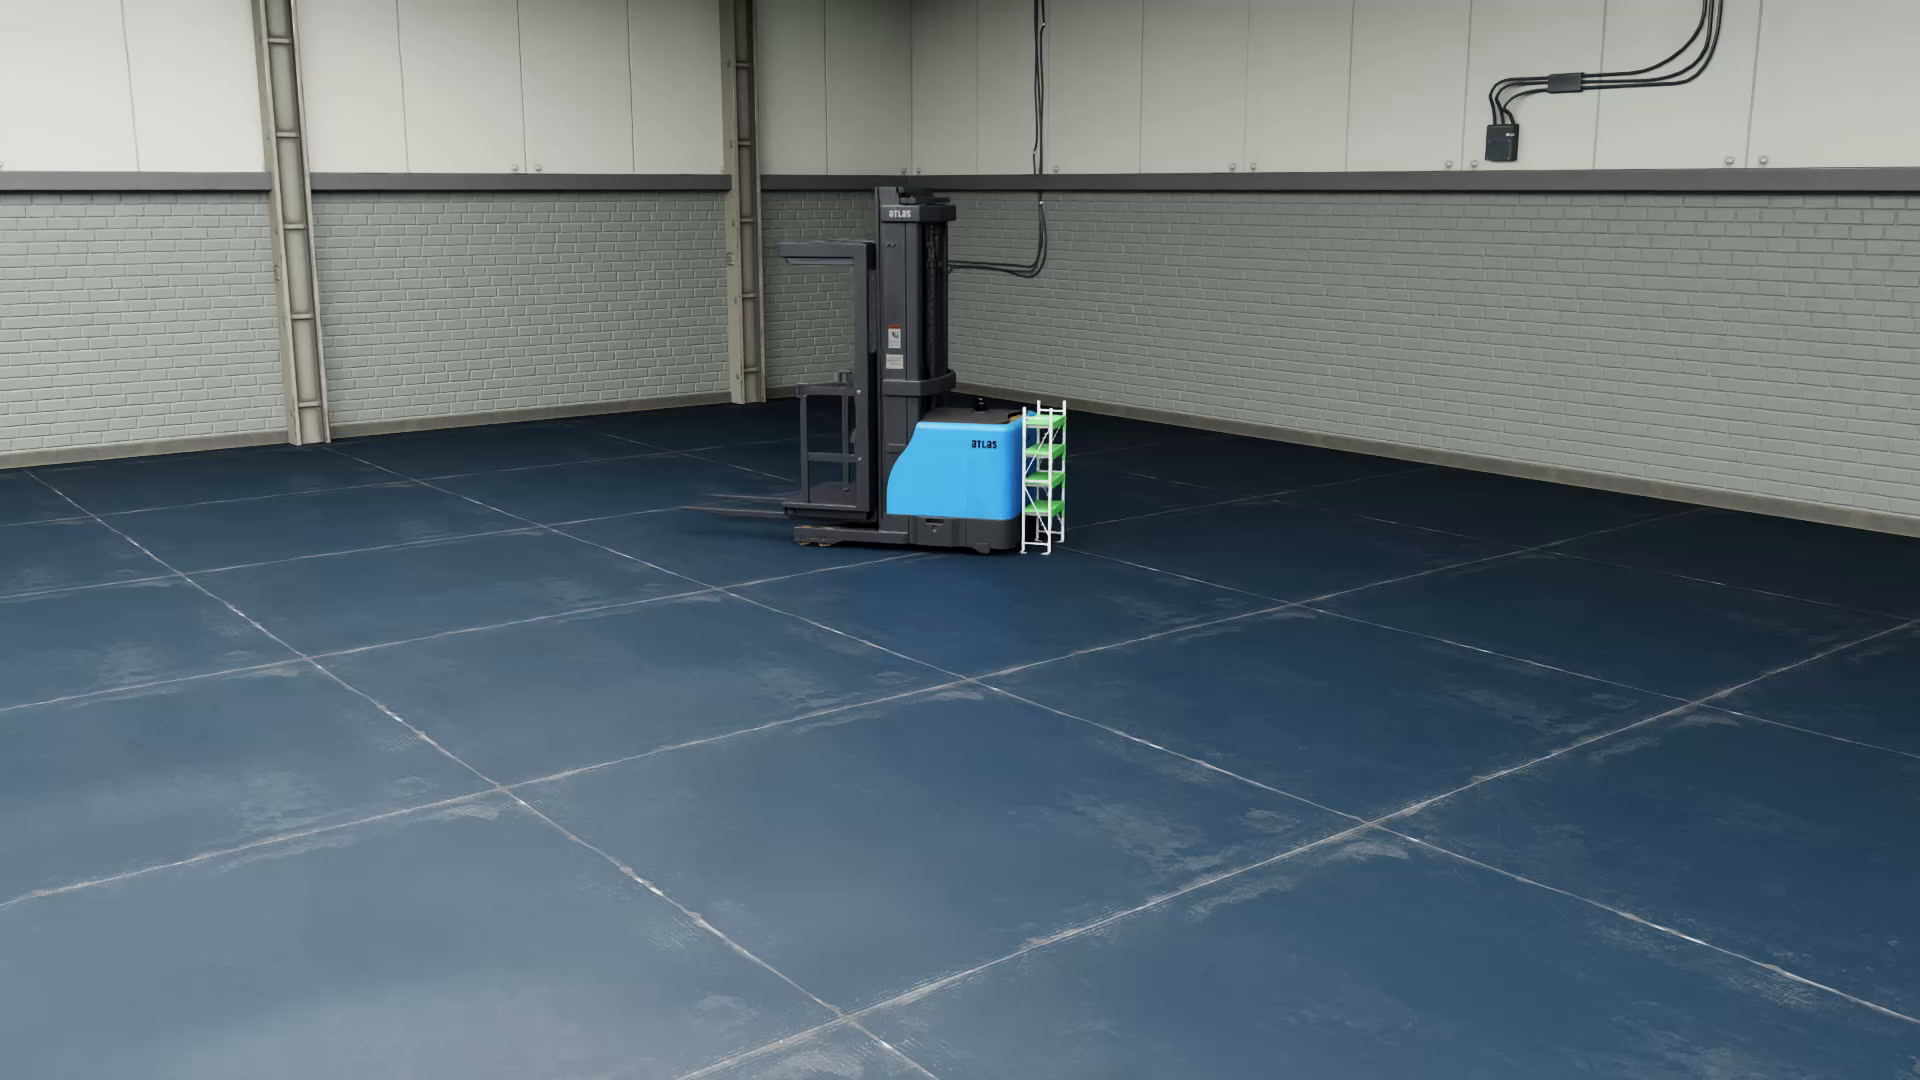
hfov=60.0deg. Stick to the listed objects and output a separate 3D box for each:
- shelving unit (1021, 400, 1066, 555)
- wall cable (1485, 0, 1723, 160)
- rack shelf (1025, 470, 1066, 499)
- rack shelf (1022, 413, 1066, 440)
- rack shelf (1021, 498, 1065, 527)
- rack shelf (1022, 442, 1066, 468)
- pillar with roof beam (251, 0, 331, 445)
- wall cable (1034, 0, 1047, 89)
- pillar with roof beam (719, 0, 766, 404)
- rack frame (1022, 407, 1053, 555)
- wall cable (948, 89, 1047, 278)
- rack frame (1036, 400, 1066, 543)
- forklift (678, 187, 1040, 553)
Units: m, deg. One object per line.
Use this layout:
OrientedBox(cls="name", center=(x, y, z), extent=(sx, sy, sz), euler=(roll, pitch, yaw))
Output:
OrientedBox(cls="shelving unit", center=(0.692, -0.524, 13.704), extent=(0.258, 1.200, 0.503), euler=(4, 13, 16))
OrientedBox(cls="wall cable", center=(6.090, -6.618, 15.444), extent=(0.169, 6.003, 2.305), euler=(-9, 15, -38))
OrientedBox(cls="rack shelf", center=(0.692, -0.461, 13.718), extent=(0.258, 0.148, 0.480), euler=(4, 13, 16))
OrientedBox(cls="rack shelf", center=(0.693, -0.931, 13.618), extent=(0.258, 0.148, 0.480), euler=(4, 13, 16))
OrientedBox(cls="rack shelf", center=(0.691, -0.226, 13.768), extent=(0.258, 0.148, 0.480), euler=(4, 13, 16))
OrientedBox(cls="rack shelf", center=(0.692, -0.696, 13.668), extent=(0.258, 0.148, 0.480), euler=(4, 13, 16))
OrientedBox(cls="pillar with roof beam", center=(-4.951, -4.852, 15.313), extent=(0.400, 9.000, 9.100), euler=(-9, 15, -38))
OrientedBox(cls="wall cable", center=(1.861, -7.009, 20.790), extent=(0.112, 2.526, 3.097), euler=(-9, 15, -38))
OrientedBox(cls="pillar with roof beam", center=(-0.266, -5.630, 18.980), extent=(0.400, 9.000, 9.100), euler=(-9, 15, -38))
OrientedBox(cls="rack frame", center=(0.624, -0.475, 13.475), extent=(0.240, 1.200, 0.015), euler=(4, 13, 16))
OrientedBox(cls="wall cable", center=(0.171, -4.978, 23.381), extent=(0.112, 2.526, 3.097), euler=(-9, 15, -38))
OrientedBox(cls="rack frame", center=(0.761, -0.572, 13.933), extent=(0.240, 1.200, 0.015), euler=(4, 13, 16))
OrientedBox(cls="forklift", center=(-0.892, -1.476, 14.022), extent=(3.031, 2.935, 1.130), euler=(3, 12, 16))
